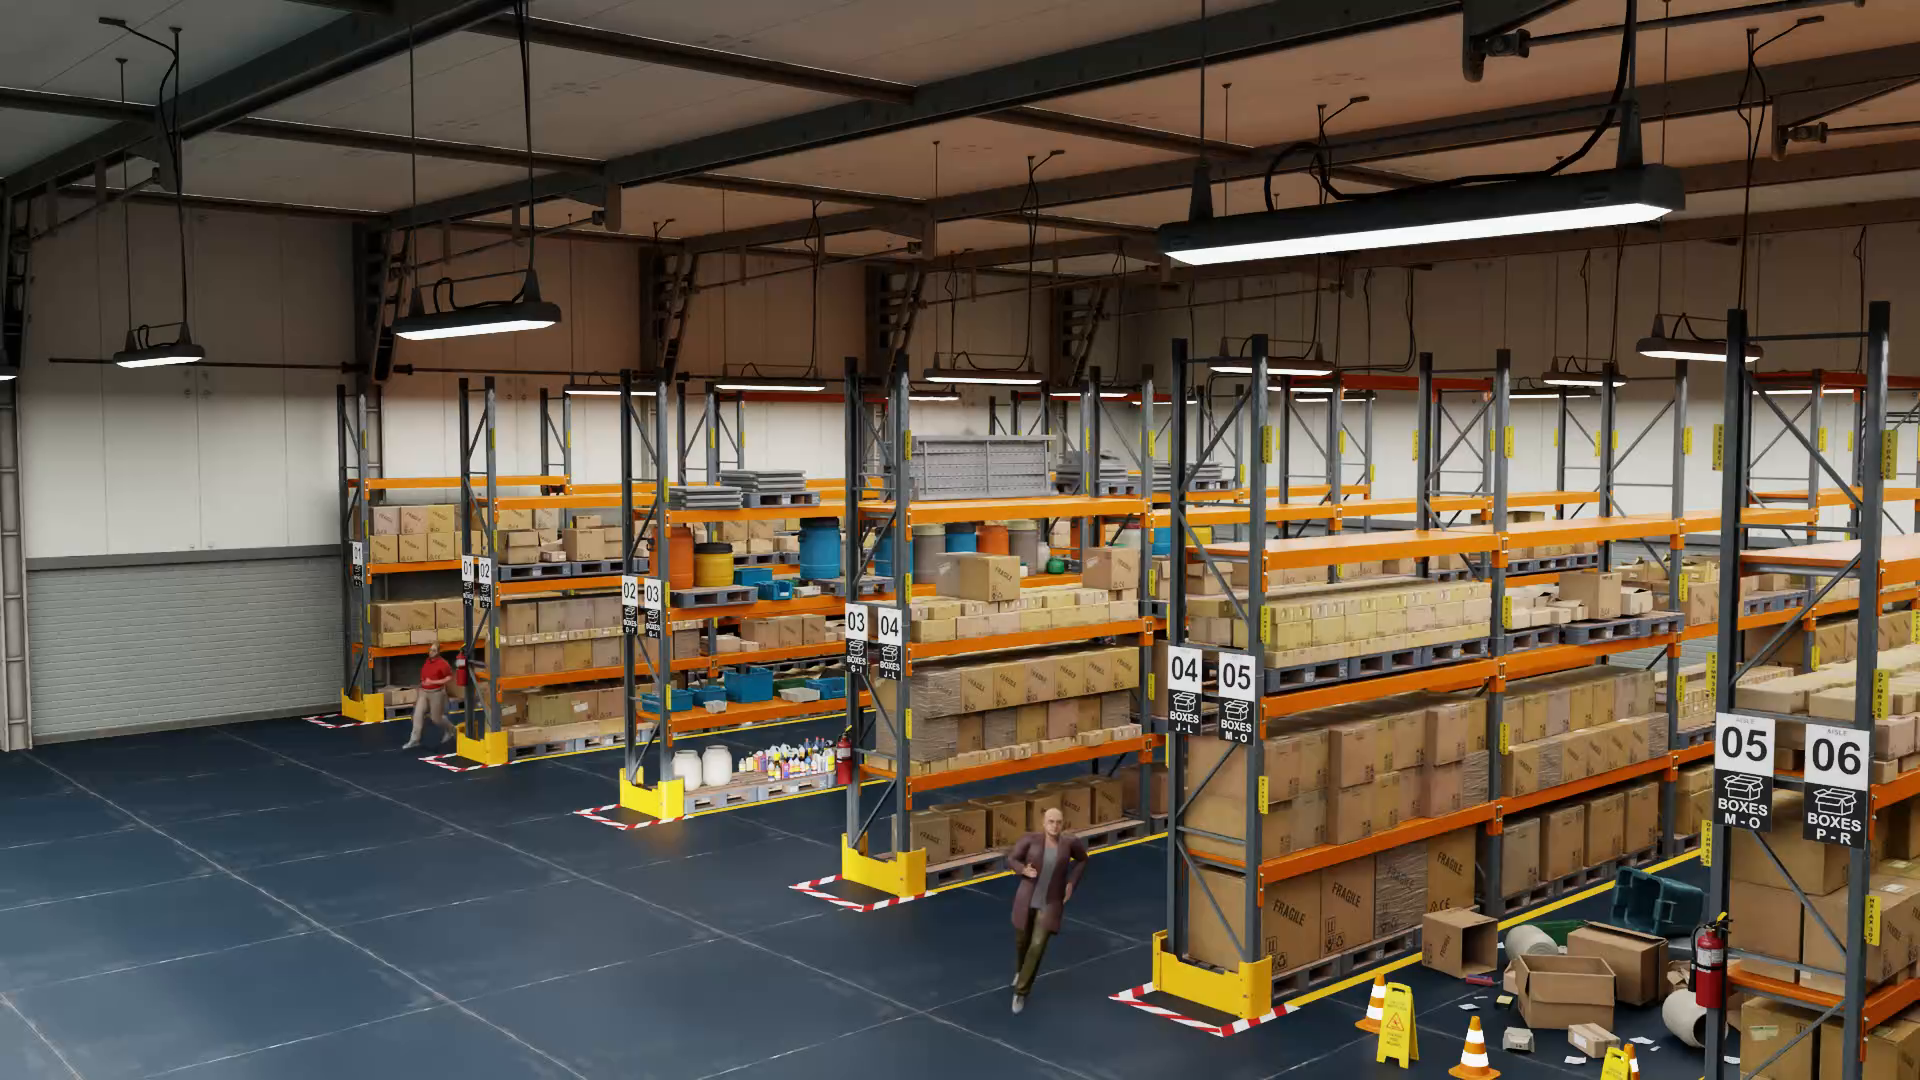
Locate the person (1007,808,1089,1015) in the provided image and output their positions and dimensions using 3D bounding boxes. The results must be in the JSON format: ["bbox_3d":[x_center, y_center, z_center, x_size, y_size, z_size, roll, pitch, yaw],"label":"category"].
[{"bbox_3d":[0.778,3.304,15.034,0.711,1.798,0.854,1,4,13],"label":"person"}]

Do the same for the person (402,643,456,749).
[{"bbox_3d":[-8.530,2.512,26.980,0.695,1.686,1.007,2,4,27],"label":"person"}]
